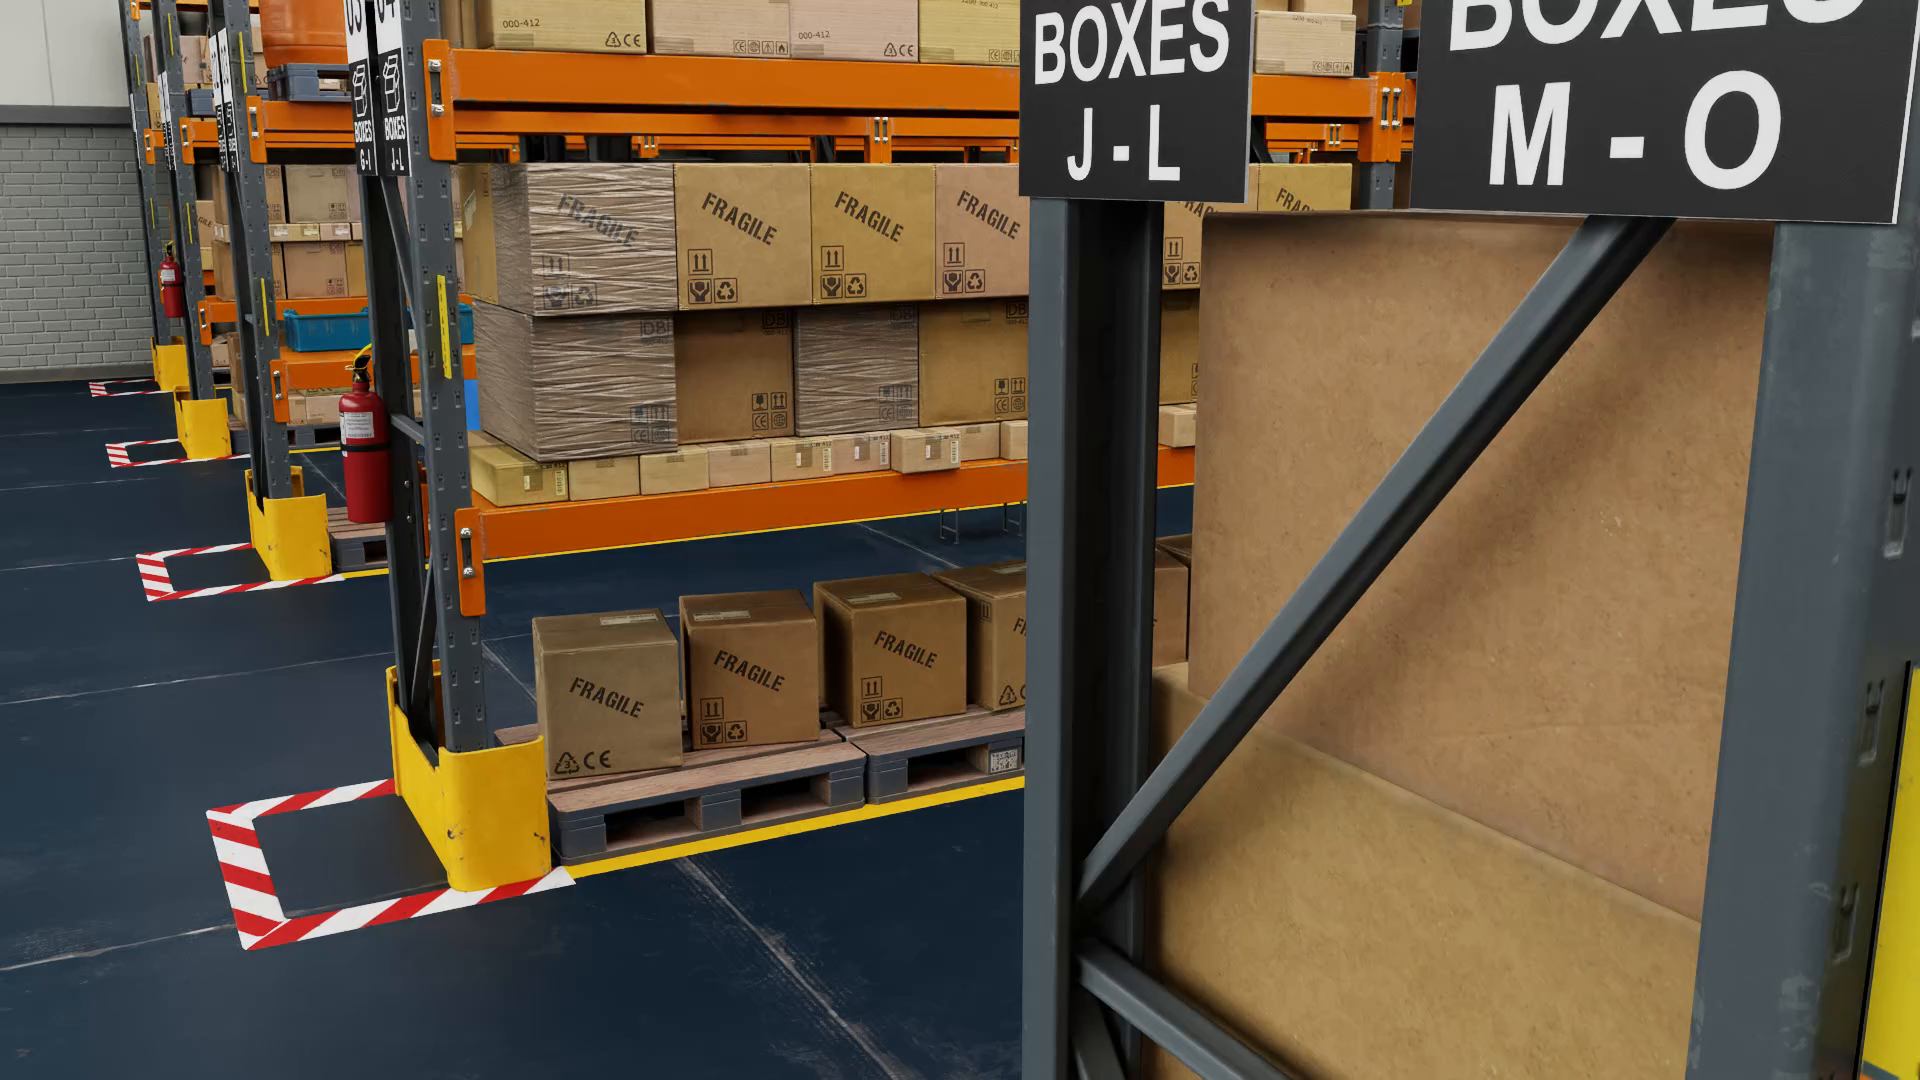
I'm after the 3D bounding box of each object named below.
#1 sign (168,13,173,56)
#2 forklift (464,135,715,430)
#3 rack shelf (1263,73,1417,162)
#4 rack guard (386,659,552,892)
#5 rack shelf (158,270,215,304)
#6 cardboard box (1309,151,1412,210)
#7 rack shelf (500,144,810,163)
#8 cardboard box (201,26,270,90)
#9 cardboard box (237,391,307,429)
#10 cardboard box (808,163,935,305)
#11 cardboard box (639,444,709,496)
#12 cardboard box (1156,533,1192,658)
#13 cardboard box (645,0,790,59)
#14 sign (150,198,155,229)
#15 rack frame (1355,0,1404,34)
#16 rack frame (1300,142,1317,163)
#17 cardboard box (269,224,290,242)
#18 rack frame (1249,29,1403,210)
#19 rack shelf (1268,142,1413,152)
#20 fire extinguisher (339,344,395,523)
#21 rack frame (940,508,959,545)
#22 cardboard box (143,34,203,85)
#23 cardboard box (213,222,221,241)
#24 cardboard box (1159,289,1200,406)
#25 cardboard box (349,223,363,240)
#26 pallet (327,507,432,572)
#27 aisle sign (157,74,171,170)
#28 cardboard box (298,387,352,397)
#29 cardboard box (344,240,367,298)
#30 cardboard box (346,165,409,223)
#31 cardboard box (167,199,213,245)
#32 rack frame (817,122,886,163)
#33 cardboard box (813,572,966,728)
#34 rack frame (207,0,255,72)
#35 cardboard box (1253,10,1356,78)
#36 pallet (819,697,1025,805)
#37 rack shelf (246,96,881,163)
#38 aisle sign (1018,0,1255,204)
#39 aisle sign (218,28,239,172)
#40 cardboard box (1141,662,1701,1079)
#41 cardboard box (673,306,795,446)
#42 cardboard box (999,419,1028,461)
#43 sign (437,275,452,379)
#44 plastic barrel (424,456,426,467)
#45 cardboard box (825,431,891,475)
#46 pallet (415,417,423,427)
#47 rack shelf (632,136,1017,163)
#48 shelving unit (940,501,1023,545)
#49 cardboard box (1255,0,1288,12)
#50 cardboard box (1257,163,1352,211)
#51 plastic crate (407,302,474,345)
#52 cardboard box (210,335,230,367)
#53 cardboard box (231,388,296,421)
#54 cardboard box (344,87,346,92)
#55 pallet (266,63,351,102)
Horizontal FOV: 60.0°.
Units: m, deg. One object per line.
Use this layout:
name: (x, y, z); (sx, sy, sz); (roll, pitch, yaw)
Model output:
sign: (-6.405, -4.099, 13.489); (0.005, 0.325, 0.100); (-7, 14, -28)
forklift: (-2.616, -1.978, 13.221); (1.130, 2.935, 3.031); (8, 15, 32)
rack shelf: (3.344, -2.113, 8.471); (4.000, 0.370, 1.077); (-7, 14, -28)
rack guard: (-1.855, 0.843, 6.226); (0.348, 0.500, 1.175); (-7, 14, -28)
rack shelf: (-7.287, -3.092, 19.655); (4.000, 0.370, 1.077); (-7, 14, -28)
cardboard box: (2.353, -1.344, 7.926); (1.000, 1.000, 1.000); (-7, 14, -27)
rack shelf: (-3.776, -4.976, 21.196); (4.000, 0.370, 1.077); (-7, 14, -28)
cardboard box: (-6.159, -4.125, 14.264); (0.637, 0.503, 0.797); (-6, 14, -24)
cardboard box: (-6.088, -1.155, 14.717); (0.500, 0.250, 0.500); (-7, 14, -28)
cardboard box: (-0.428, -1.160, 6.249); (0.500, 0.500, 0.500); (-7, 14, -28)
cardboard box: (-1.102, -0.276, 6.078); (0.250, 0.149, 0.380); (-7, 14, -28)
cardboard box: (1.219, 0.259, 7.862); (0.500, 0.500, 0.500); (-7, 15, -30)
cardboard box: (-0.926, -1.815, 5.854); (0.500, 0.250, 0.500); (-7, 15, -29)
sign: (-8.782, -3.550, 18.082); (0.005, 0.325, 0.100); (-7, 14, -28)
rack frame: (1.589, -3.716, 7.128); (0.127, 3.000, 1.000); (-7, 14, -28)
rack frame: (3.868, -3.541, 20.011); (0.127, 3.000, 1.000); (-7, 14, -28)
cardboard box: (-5.987, -2.672, 14.444); (0.250, 0.149, 0.380); (-7, 15, -29)
rack frame: (1.589, -0.790, 7.786); (0.127, 3.000, 1.000); (-7, 14, -28)
rack shelf: (5.623, -4.864, 20.695); (4.000, 0.370, 1.077); (-7, 14, -28)
fire extinguisher: (-2.243, -0.408, 6.266); (0.183, 0.674, 0.296); (-7, 14, -28)
rack frame: (-0.069, -0.577, 10.941); (0.015, 1.200, 0.240); (-7, 14, -28)
cardboard box: (-8.588, -5.236, 18.161); (0.500, 0.500, 0.500); (-8, 15, -32)
cardboard box: (-6.421, -2.721, 14.661); (0.250, 0.149, 0.380); (-7, 15, -29)
cardboard box: (0.709, -0.902, 7.382); (0.500, 0.500, 0.875); (-7, 14, -28)
cardboard box: (-5.312, -2.752, 14.802); (0.250, 0.149, 0.380); (-7, 15, -30)
pallet: (-3.535, -0.064, 10.915); (1.213, 0.211, 1.003); (-7, 14, -28)
aisle sign: (-6.864, -3.596, 14.336); (0.004, 0.787, 0.394); (-7, 14, -28)
cardboard box: (-5.650, -1.574, 14.870); (0.500, 0.500, 0.500); (-7, 14, -28)
cardboard box: (-5.352, -2.481, 15.074); (0.500, 0.500, 0.700); (-7, 14, -27)
cardboard box: (-5.302, -3.122, 14.967); (0.500, 0.500, 0.700); (-7, 14, -28)
cardboard box: (-8.730, -3.626, 18.976); (0.500, 0.500, 0.500); (-7, 14, -28)
rack frame: (-0.784, -1.744, 12.028); (0.127, 3.000, 1.000); (-7, 14, -28)
cardboard box: (-0.299, 0.452, 7.008); (0.500, 0.500, 0.500); (-5, 14, -23)
rack frame: (-4.295, -4.250, 9.499); (0.127, 3.000, 1.000); (-7, 14, -28)
cardboard box: (1.314, -2.082, 7.037); (0.500, 0.250, 0.500); (-6, 14, -26)
pallet: (-0.056, 0.777, 7.174); (1.213, 0.211, 1.003); (-7, 14, -28)
rack shelf: (-2.540, -2.646, 10.842); (4.000, 0.370, 1.077); (-7, 14, -28)
aisle sign: (0.160, -0.721, 1.560); (0.004, 0.787, 0.394); (-7, 14, -28)
aisle sign: (-4.218, -2.528, 9.588); (0.004, 0.787, 0.394); (-7, 14, -28)
cardboard box: (0.670, 0.477, 1.818); (0.550, 0.550, 0.875); (-7, 14, -28)
cardboard box: (-1.045, -0.691, 6.443); (0.500, 0.500, 0.875); (-7, 14, -28)
cardboard box: (0.217, -0.433, 6.773); (0.250, 0.149, 0.380); (-7, 14, -28)
sign: (-1.662, -0.687, 5.357); (0.005, 0.325, 0.100); (-7, 14, -28)
plastic barrel: (-3.314, -0.451, 10.992); (0.421, 0.512, 0.421); (0, 13, 0)
cardboard box: (-0.464, -0.363, 6.463); (0.250, 0.149, 0.380); (-7, 14, -28)
pallet: (-4.945, -1.134, 15.667); (1.213, 0.211, 1.003); (-7, 14, -28)
rack shelf: (-1.399, -4.022, 16.956); (4.000, 0.370, 1.077); (-7, 14, -28)
shelving unit: (0.145, -0.603, 11.055); (0.503, 1.200, 0.258); (-7, 14, -28)
cardboard box: (1.164, -2.274, 6.983); (0.250, 0.149, 0.380); (-7, 14, -27)
cardboard box: (1.326, -1.371, 7.187); (0.500, 0.500, 0.500); (-7, 14, -28)
plastic crate: (-3.427, -1.428, 10.963); (0.408, 0.251, 0.499); (-7, 14, -28)
cardboard box: (-8.392, -2.191, 19.135); (0.500, 0.311, 0.500); (-9, 15, -34)
cardboard box: (-6.336, -1.255, 15.161); (0.500, 0.250, 0.500); (-7, 14, -28)
cardboard box: (-7.226, -4.907, 18.976); (0.500, 0.500, 0.500); (-6, 14, -24)
pallet: (-3.522, -2.763, 10.152); (1.213, 0.211, 1.003); (-7, 14, -28)
